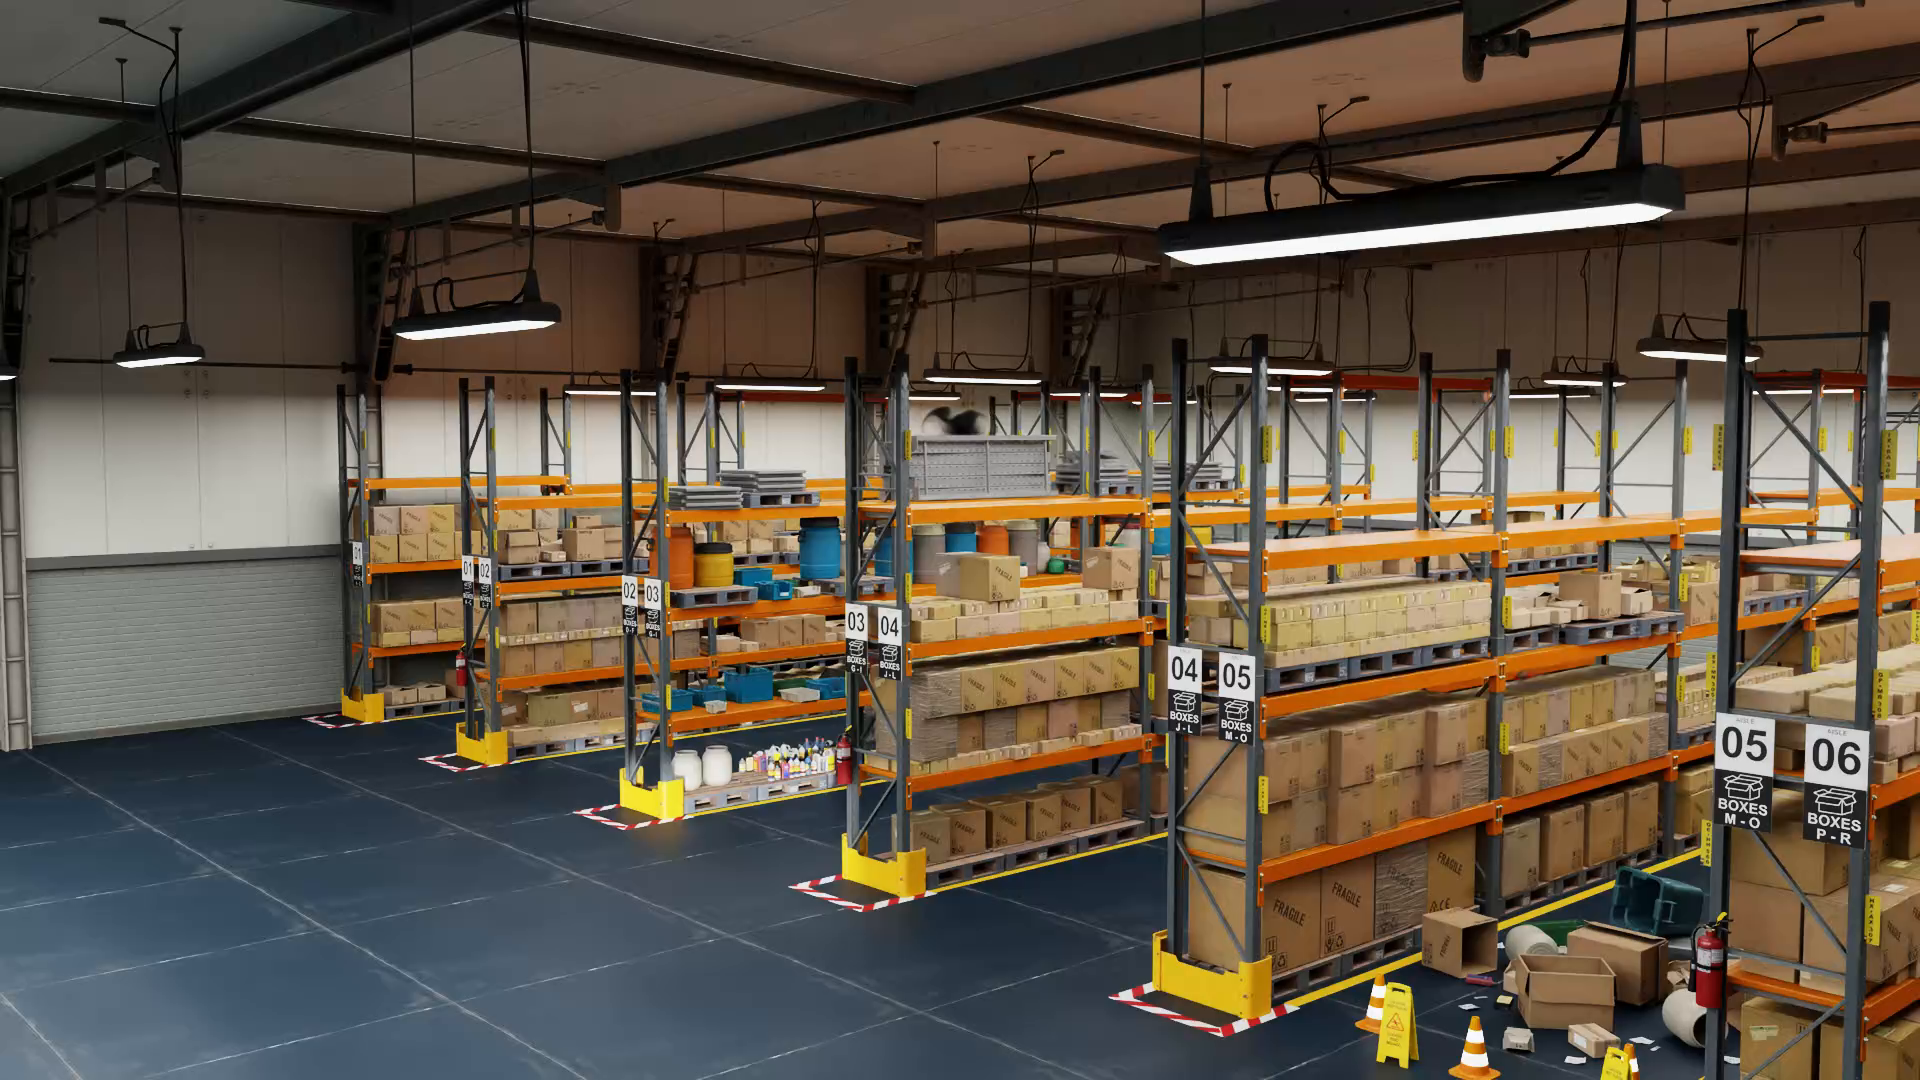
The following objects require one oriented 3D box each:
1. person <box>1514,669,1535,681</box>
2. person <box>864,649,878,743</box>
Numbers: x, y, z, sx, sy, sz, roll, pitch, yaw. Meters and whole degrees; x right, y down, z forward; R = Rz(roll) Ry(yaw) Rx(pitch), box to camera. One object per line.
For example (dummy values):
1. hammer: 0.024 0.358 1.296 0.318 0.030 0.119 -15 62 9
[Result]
1. person: 8.802 2.684 25.568 0.768 1.665 0.658 -3 5 -36
2. person: -1.275 2.496 27.671 0.650 1.784 0.938 4 5 44
